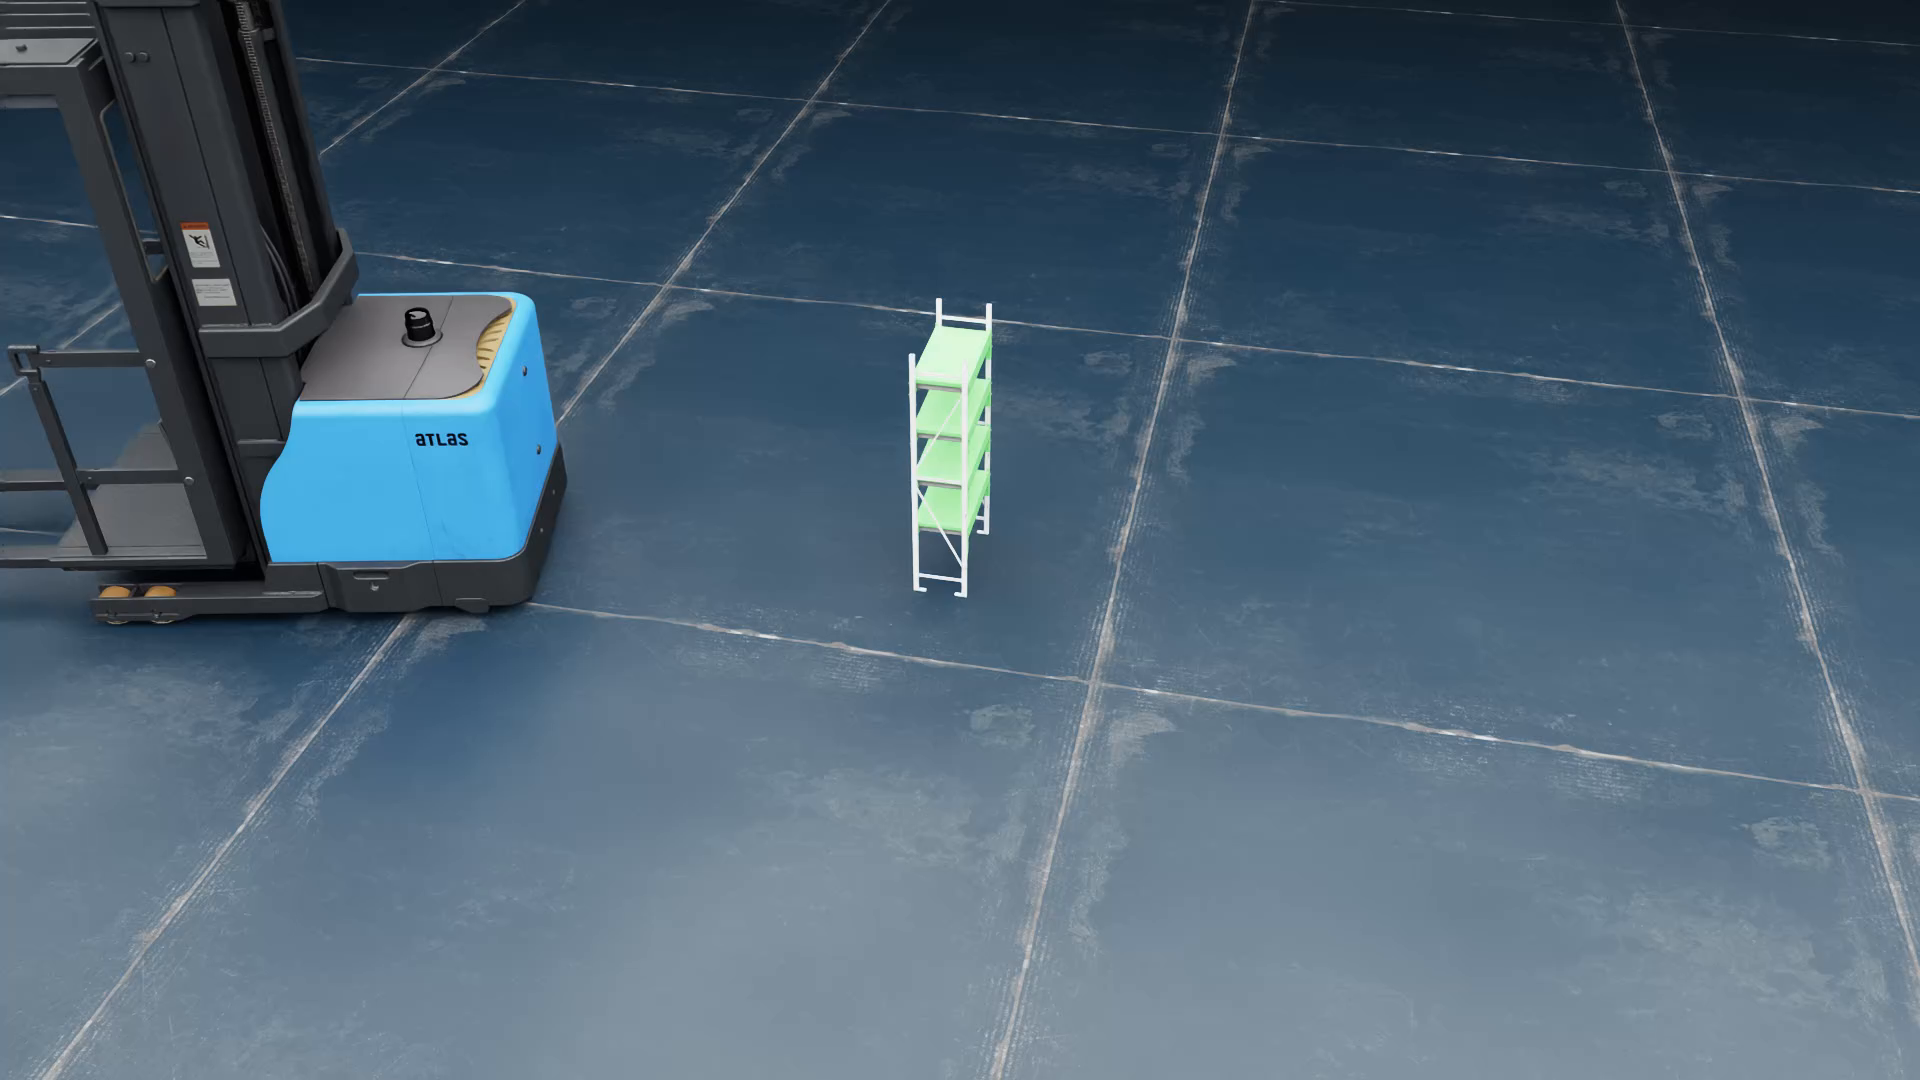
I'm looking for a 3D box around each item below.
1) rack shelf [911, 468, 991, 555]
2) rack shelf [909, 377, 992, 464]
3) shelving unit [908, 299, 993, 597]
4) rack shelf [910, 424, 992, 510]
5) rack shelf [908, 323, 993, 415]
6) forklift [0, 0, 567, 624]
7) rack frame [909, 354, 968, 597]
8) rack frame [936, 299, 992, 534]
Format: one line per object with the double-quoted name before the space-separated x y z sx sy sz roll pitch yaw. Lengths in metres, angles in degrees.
"rack shelf" -0.035 -0.145 7.445 0.258 0.148 0.480 7 37 10
"rack shelf" -0.035 -0.534 7.164 0.258 0.148 0.480 7 37 10
"shelving unit" -0.035 -0.391 7.267 0.258 1.200 0.503 7 37 10
"rack shelf" -0.035 -0.339 7.304 0.258 0.148 0.480 7 37 10
"rack shelf" -0.035 -0.728 7.023 0.258 0.148 0.480 7 37 10
"forklift" -3.396 -1.134 6.818 3.031 2.935 1.130 -1 36 -1
"rack frame" -0.087 -0.251 7.074 0.240 1.200 0.015 7 37 10
"rack frame" 0.017 -0.531 7.460 0.240 1.200 0.015 7 37 10
